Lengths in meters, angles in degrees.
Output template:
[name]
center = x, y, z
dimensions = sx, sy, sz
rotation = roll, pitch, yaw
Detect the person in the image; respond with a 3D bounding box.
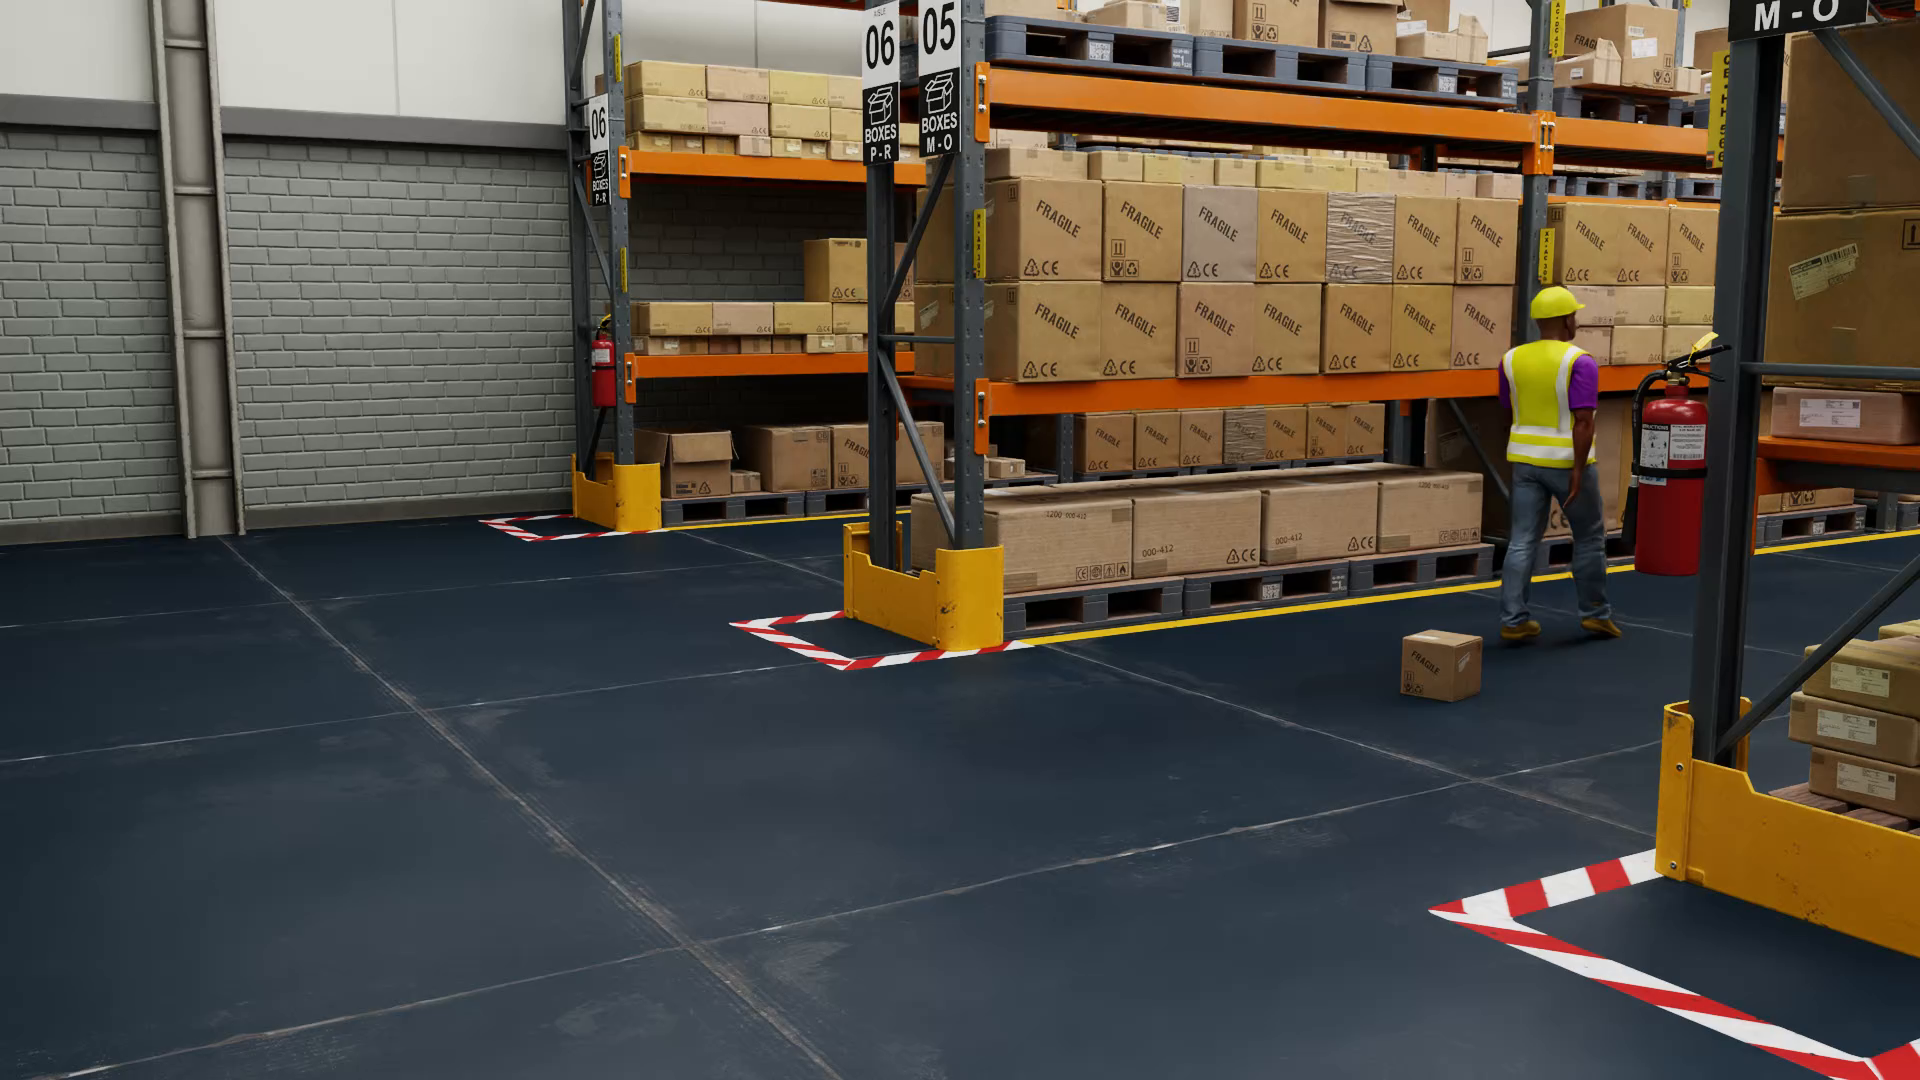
[person]
center = 3.003, -0.366, 8.339
dimensions = 0.799, 1.788, 0.570
rotation = -7, 11, -40
